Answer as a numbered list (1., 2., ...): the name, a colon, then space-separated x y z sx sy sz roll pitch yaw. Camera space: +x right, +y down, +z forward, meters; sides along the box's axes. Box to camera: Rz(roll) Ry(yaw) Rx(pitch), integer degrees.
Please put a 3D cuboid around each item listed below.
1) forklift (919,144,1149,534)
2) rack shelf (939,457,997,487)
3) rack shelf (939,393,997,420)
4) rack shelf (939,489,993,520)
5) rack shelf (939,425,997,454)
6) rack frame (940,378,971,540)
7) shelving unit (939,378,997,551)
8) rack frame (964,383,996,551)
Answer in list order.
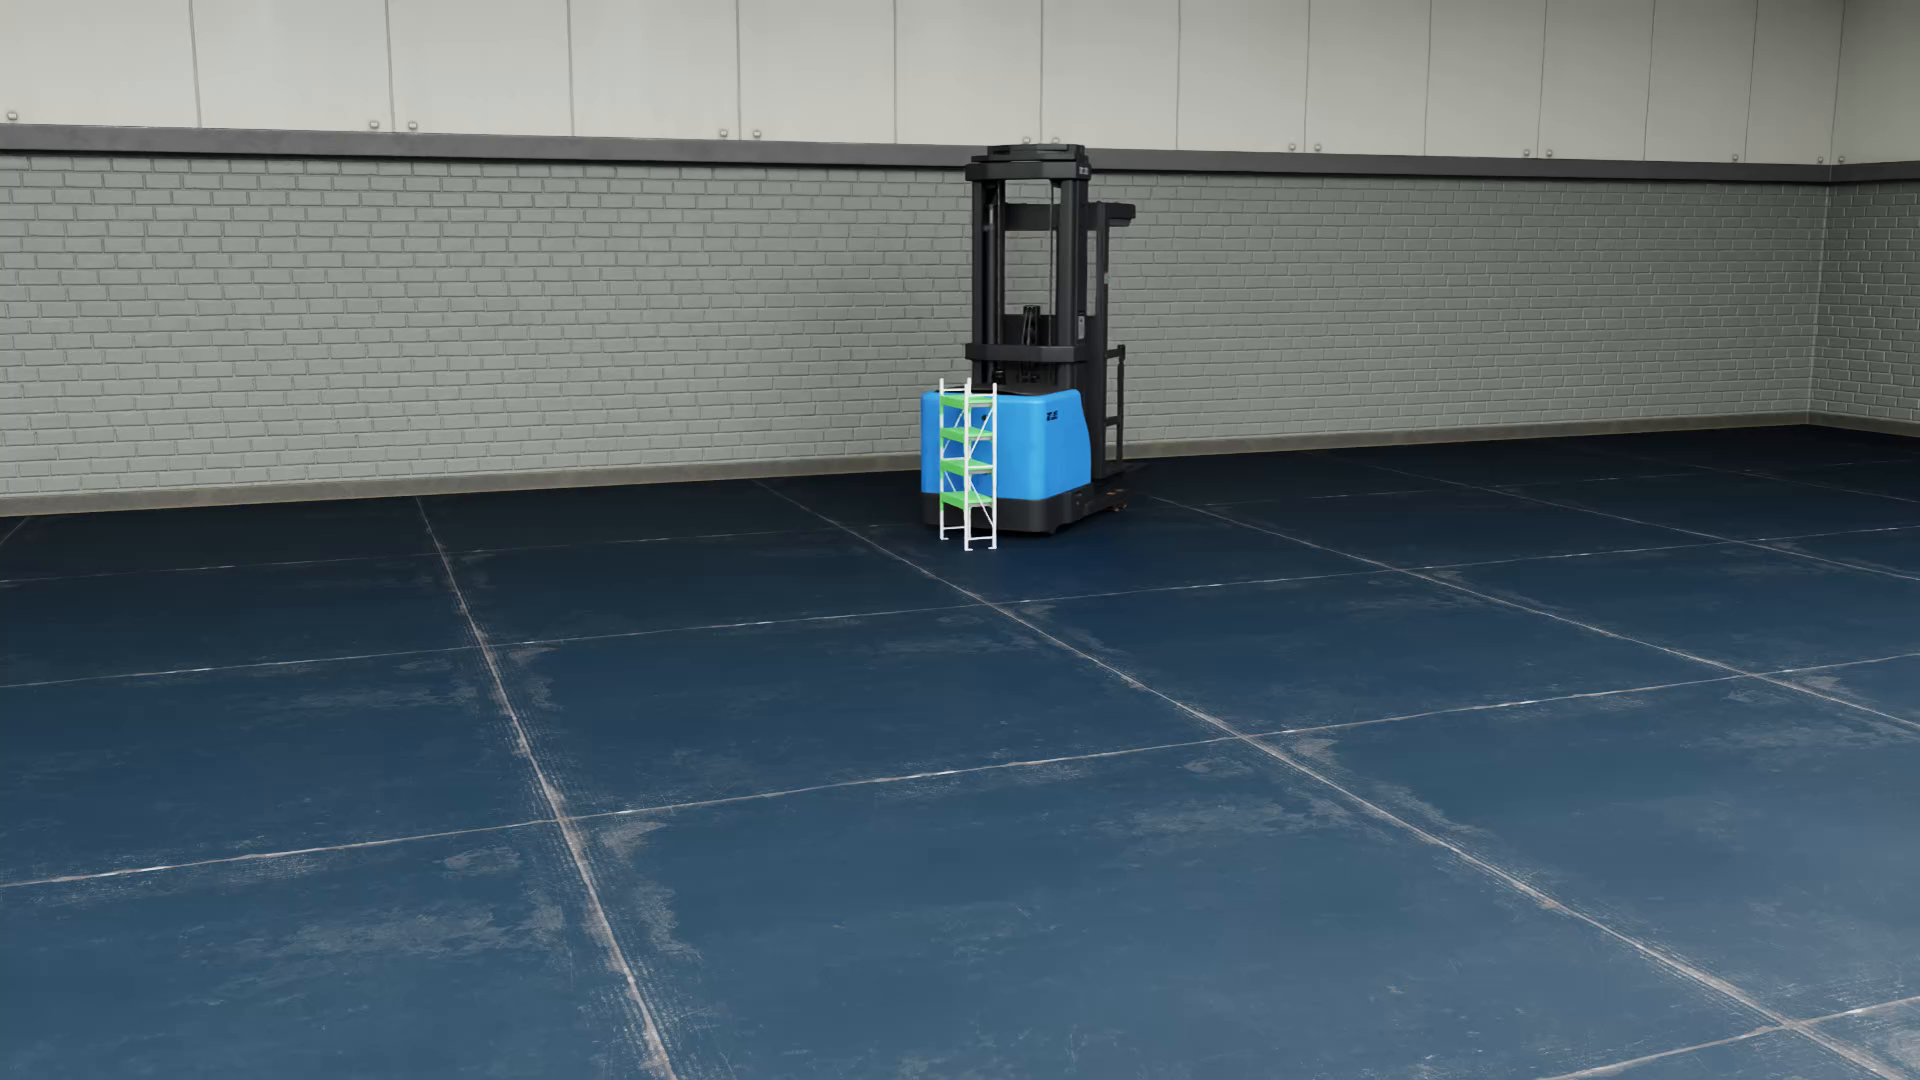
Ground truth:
1. forklift: 0.767 -1.702 13.618 1.130 2.935 3.031 5 11 25
2. rack shelf: 0.055 -0.498 12.159 0.258 0.148 0.480 -4 11 -21
3. rack shelf: 0.055 -0.971 12.075 0.258 0.148 0.480 -4 11 -21
4. rack shelf: 0.055 -0.262 12.201 0.258 0.148 0.480 -4 11 -21
5. rack shelf: 0.055 -0.734 12.117 0.258 0.148 0.480 -4 11 -21
6. rack frame: -0.035 -0.601 12.371 0.240 1.200 0.015 -4 11 -21
7. shelving unit: 0.055 -0.561 12.148 0.258 1.200 0.503 -4 11 -21
8. rack frame: 0.146 -0.521 11.925 0.240 1.200 0.015 -4 11 -21
